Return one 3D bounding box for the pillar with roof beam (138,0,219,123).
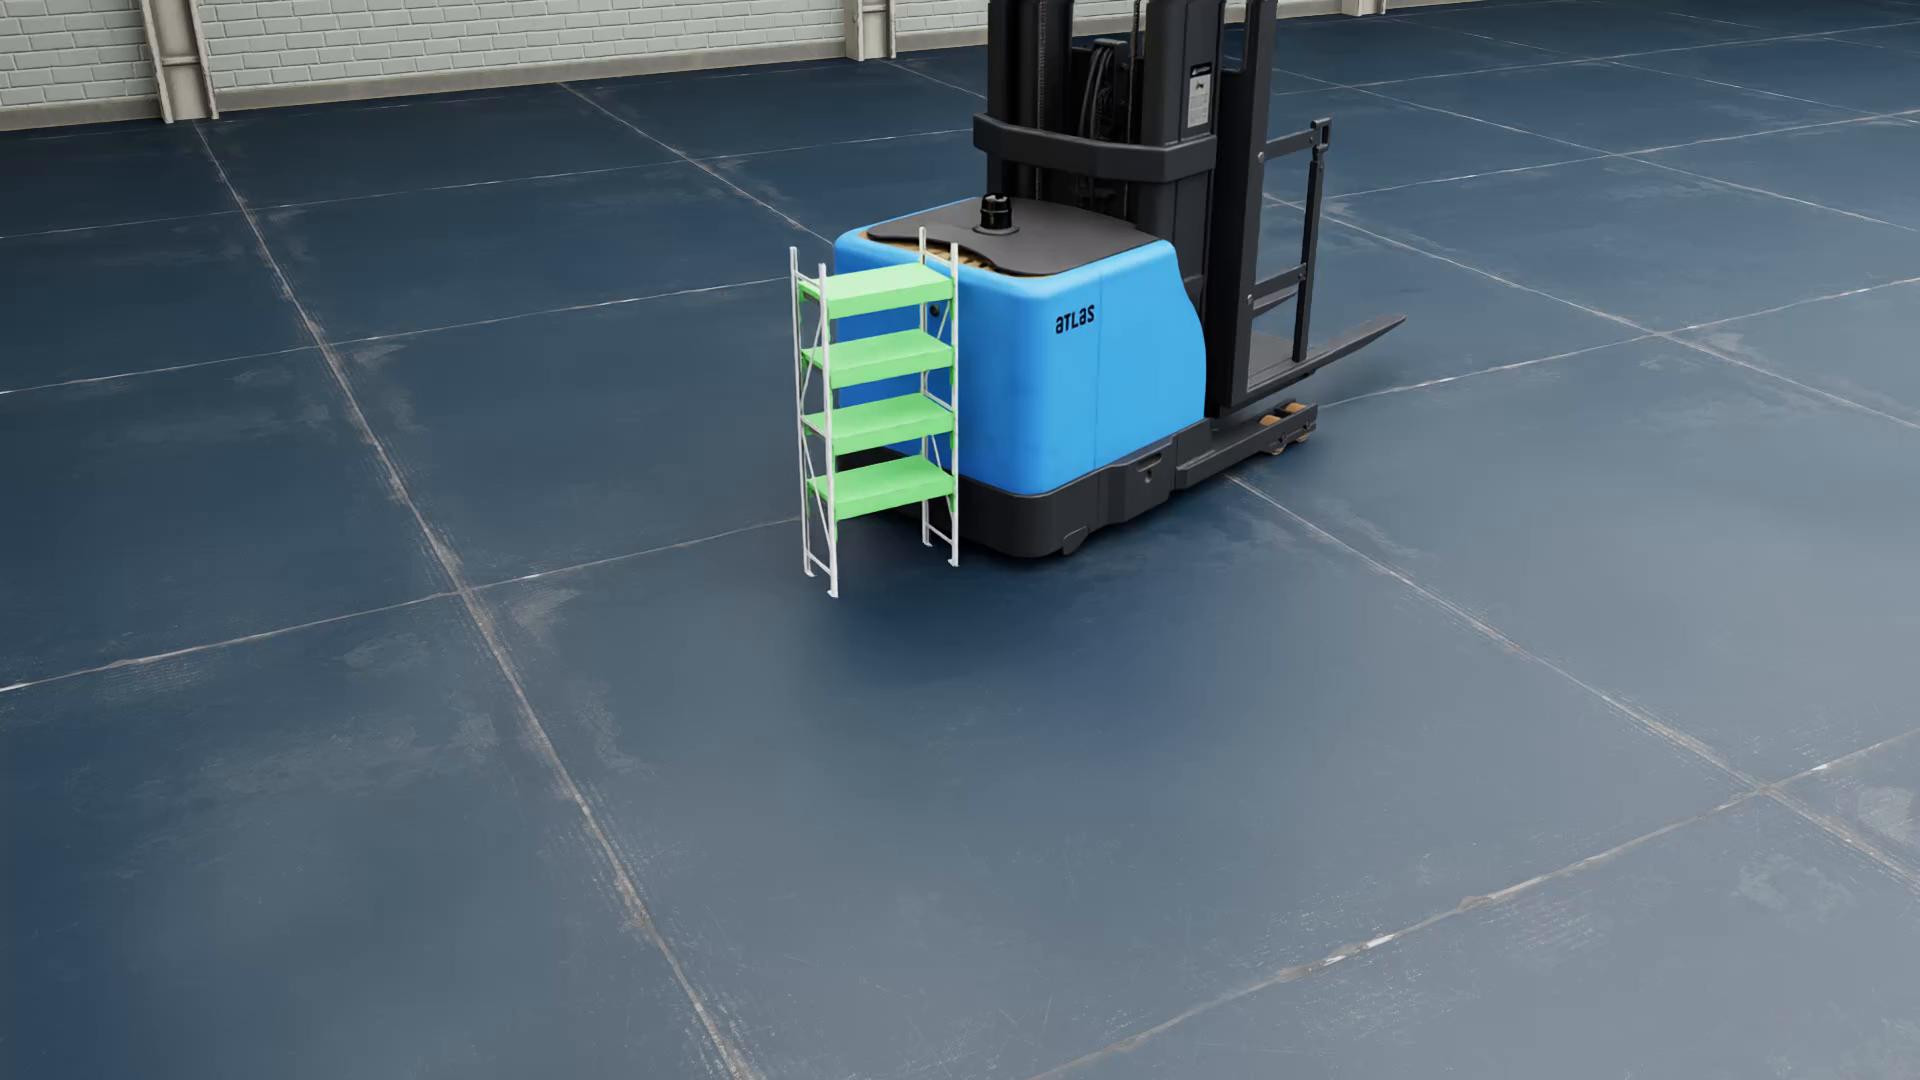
[{"bbox_3d":[-4.119,-5.788,7.909,0.400,9.000,9.100,-13,29,-25],"label":"pillar with roof beam"}]

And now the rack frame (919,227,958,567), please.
[{"bbox_3d":[-0.073,-0.488,5.880,0.015,1.200,0.240,-14,29,-27],"label":"rack frame"}]

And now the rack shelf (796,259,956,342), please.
[{"bbox_3d":[-0.284,-0.810,5.589,0.480,0.148,0.258,-14,29,-27],"label":"rack shelf"}]

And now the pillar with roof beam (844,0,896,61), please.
[{"bbox_3d":[1.175,-7.010,10.454,0.400,9.000,9.100,-13,29,-25],"label":"pillar with roof beam"}]

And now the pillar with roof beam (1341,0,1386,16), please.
[{"bbox_3d":[6.470,-8.232,12.999,0.400,9.000,9.100,-13,29,-25],"label":"pillar with roof beam"}]

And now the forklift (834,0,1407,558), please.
[{"bbox_3d":[0.882,-1.810,6.633,1.130,2.935,3.031,21,33,37],"label":"forklift"}]

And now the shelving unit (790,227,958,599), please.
[{"bbox_3d":[-0.284,-0.435,5.769,0.503,1.200,0.258,-14,29,-27],"label":"shelving unit"}]

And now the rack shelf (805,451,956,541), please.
[{"bbox_3d":[-0.284,-0.161,5.901,0.480,0.148,0.258,-14,29,-27],"label":"rack shelf"}]

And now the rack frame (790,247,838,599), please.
[{"bbox_3d":[-0.495,-0.382,5.659,0.015,1.200,0.240,-14,29,-27],"label":"rack frame"}]

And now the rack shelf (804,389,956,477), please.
[{"bbox_3d":[-0.284,-0.377,5.797,0.480,0.148,0.258,-14,29,-27],"label":"rack shelf"}]

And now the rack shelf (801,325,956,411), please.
[{"bbox_3d":[-0.284,-0.594,5.693,0.480,0.148,0.258,-14,29,-27],"label":"rack shelf"}]
